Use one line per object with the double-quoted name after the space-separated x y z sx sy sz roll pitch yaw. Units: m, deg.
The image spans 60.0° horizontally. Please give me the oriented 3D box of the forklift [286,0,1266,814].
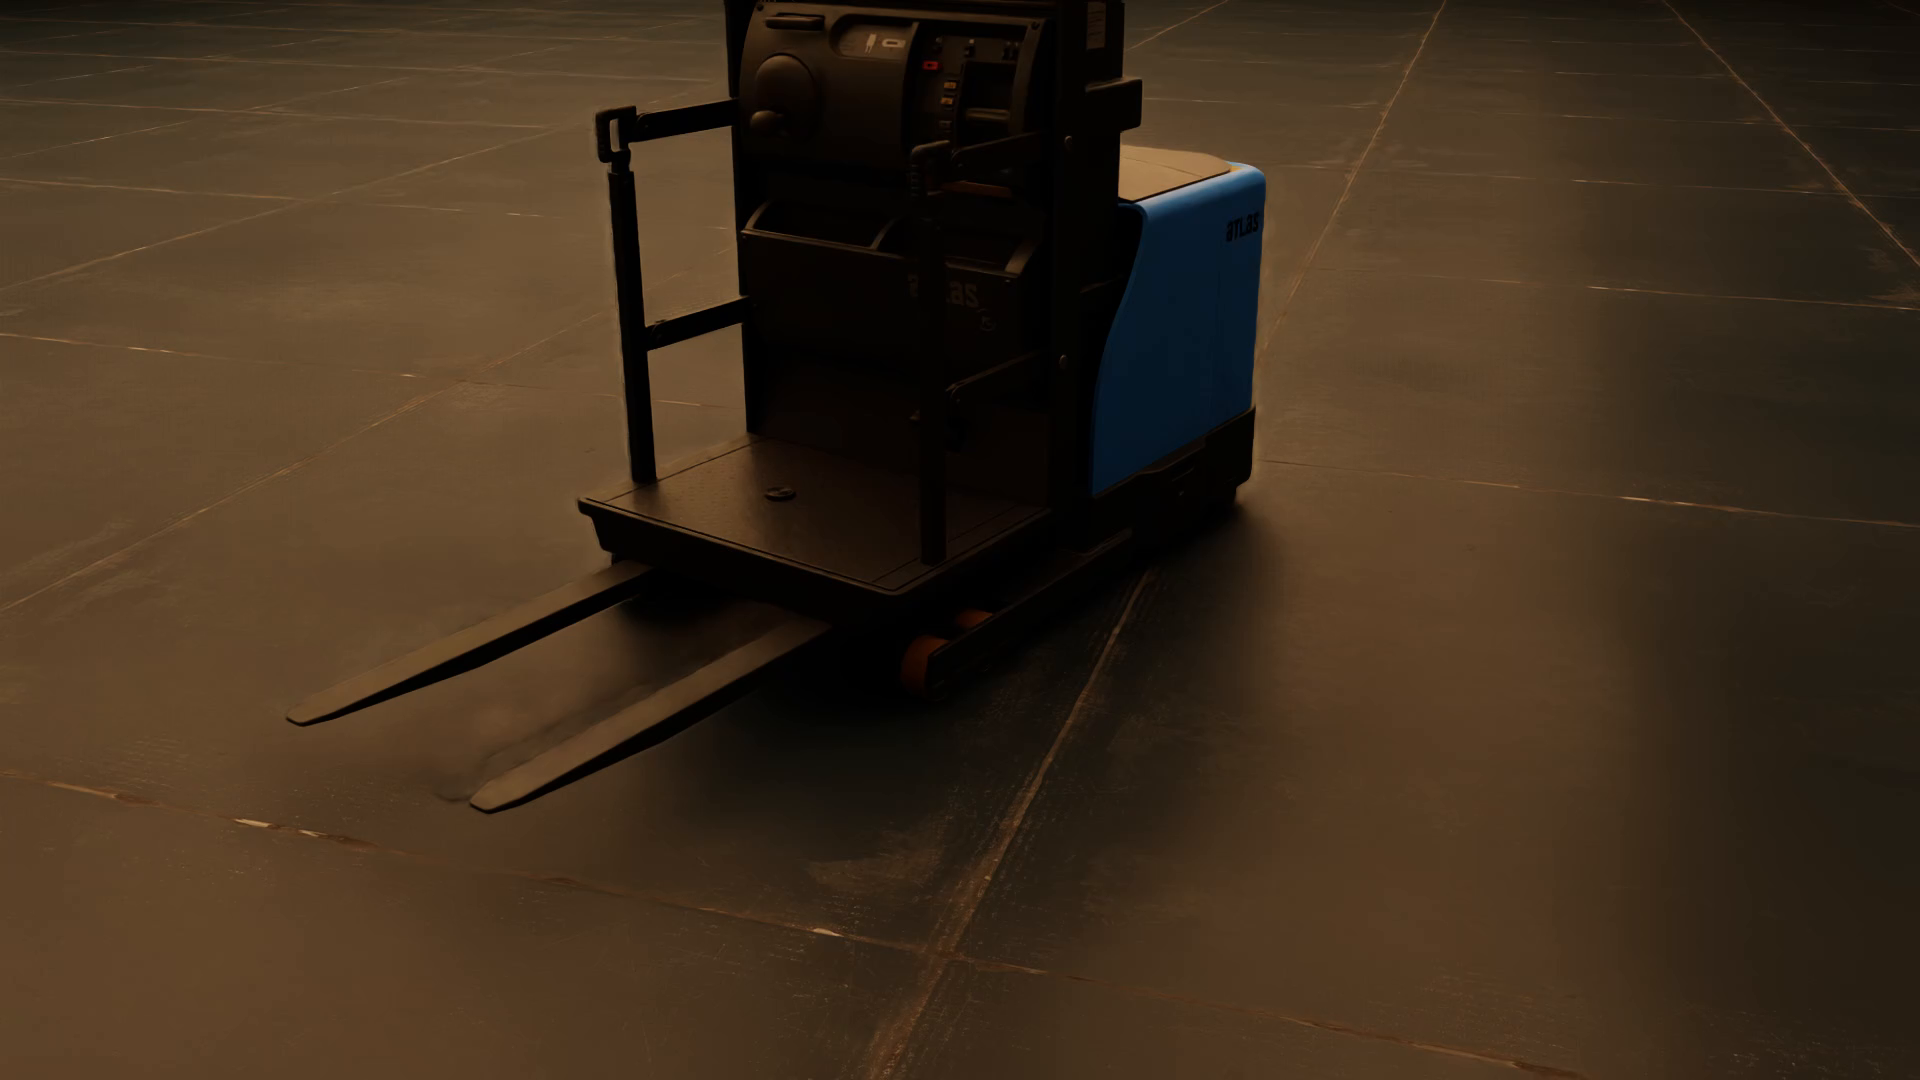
-0.314 -1.161 4.091 1.130 2.935 3.031 15 27 32 "forklift"
